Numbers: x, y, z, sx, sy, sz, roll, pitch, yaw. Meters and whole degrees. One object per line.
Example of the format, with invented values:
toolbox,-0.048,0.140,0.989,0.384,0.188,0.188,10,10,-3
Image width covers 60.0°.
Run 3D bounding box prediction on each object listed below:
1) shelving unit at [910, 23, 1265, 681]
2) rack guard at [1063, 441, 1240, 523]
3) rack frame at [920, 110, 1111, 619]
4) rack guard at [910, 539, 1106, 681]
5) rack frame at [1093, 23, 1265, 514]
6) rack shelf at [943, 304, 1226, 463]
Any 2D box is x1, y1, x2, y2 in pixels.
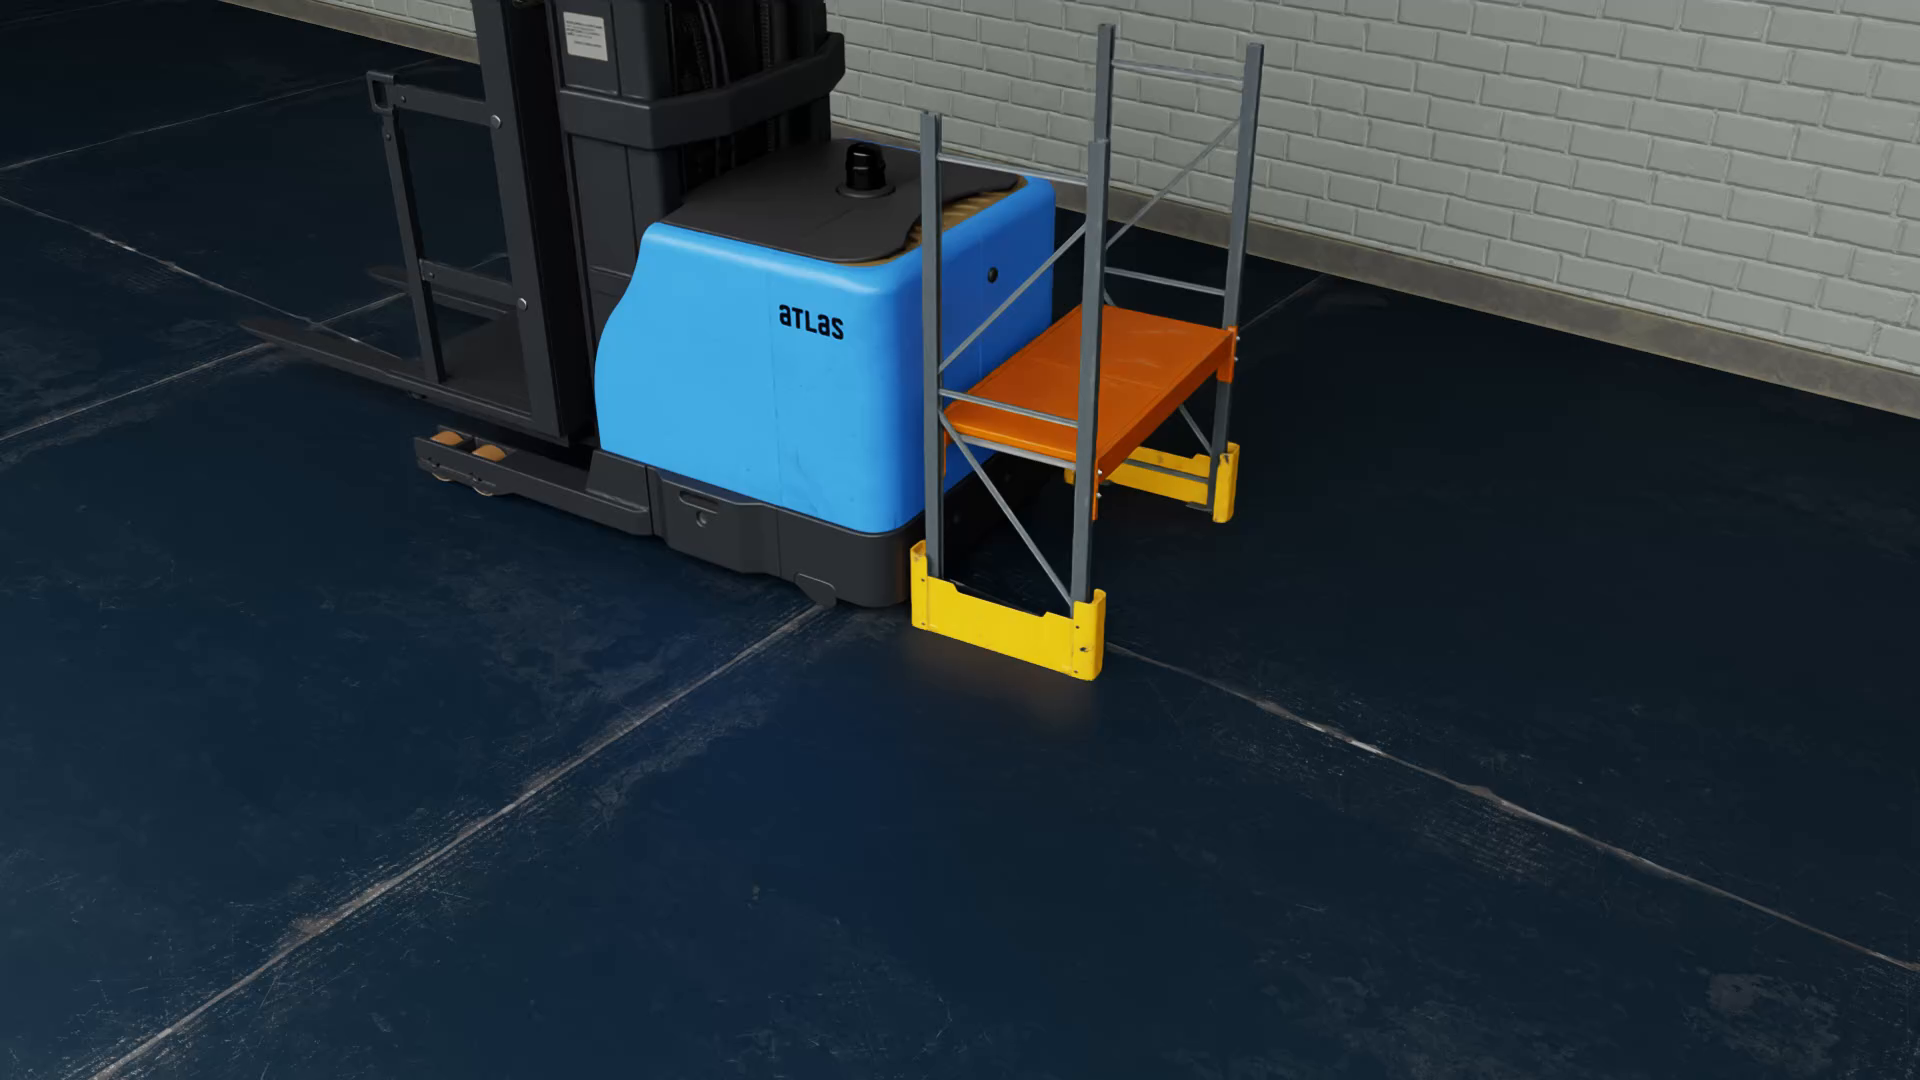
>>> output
shelving unit,0.372,-0.565,4.733,0.587,1.500,1.083,16,34,25
rack guard,0.617,-0.249,5.425,0.587,0.250,0.087,16,34,25
rack frame,0.127,-0.343,4.358,0.500,1.500,0.032,16,34,25
rack guard,0.128,0.194,4.678,0.587,0.250,0.087,16,34,25
rack frame,0.626,-0.795,5.121,0.500,1.500,0.032,16,34,25
rack shelf,0.377,-0.472,4.797,0.459,0.026,0.952,16,34,25
